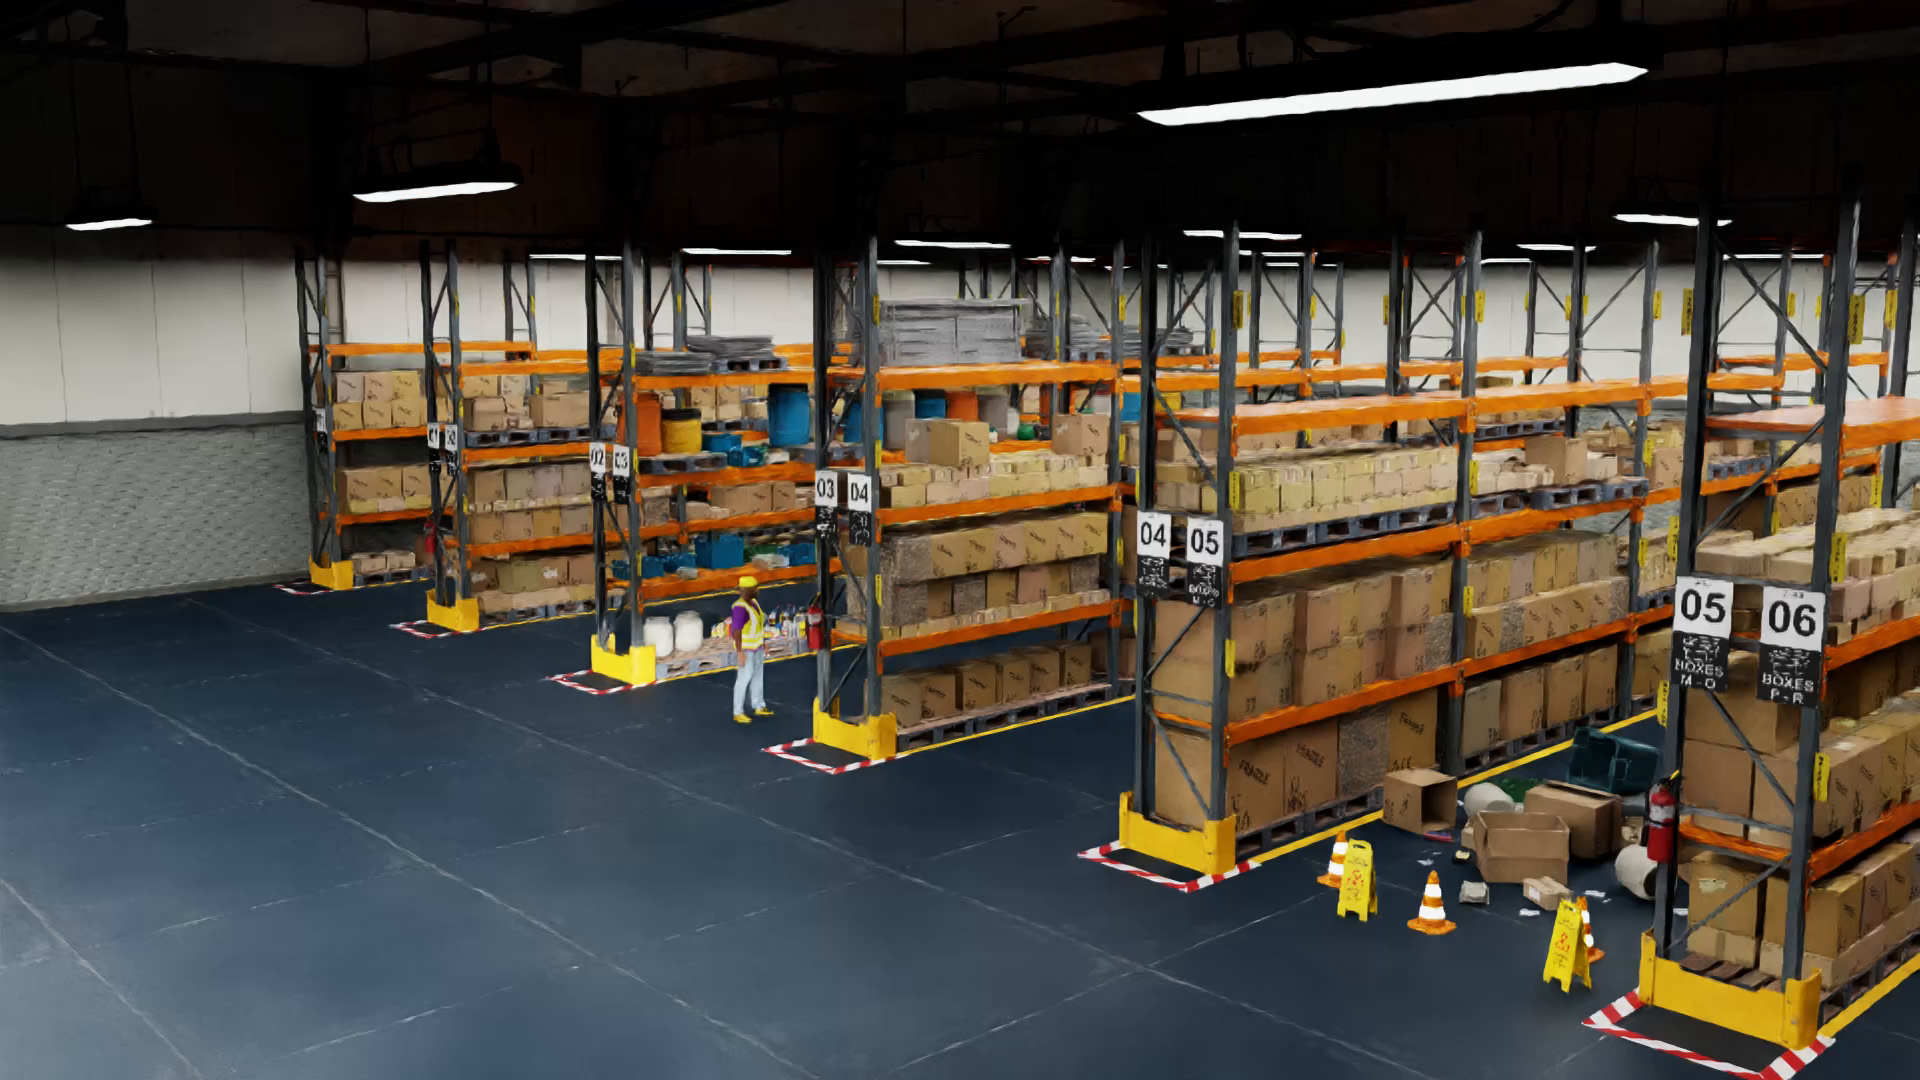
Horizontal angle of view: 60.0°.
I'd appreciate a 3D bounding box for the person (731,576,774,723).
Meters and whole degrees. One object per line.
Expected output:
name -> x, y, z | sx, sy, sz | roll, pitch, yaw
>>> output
person -> -2.532, 1.315, 20.293 | 0.453, 1.759, 0.632 | 3, 9, 19
